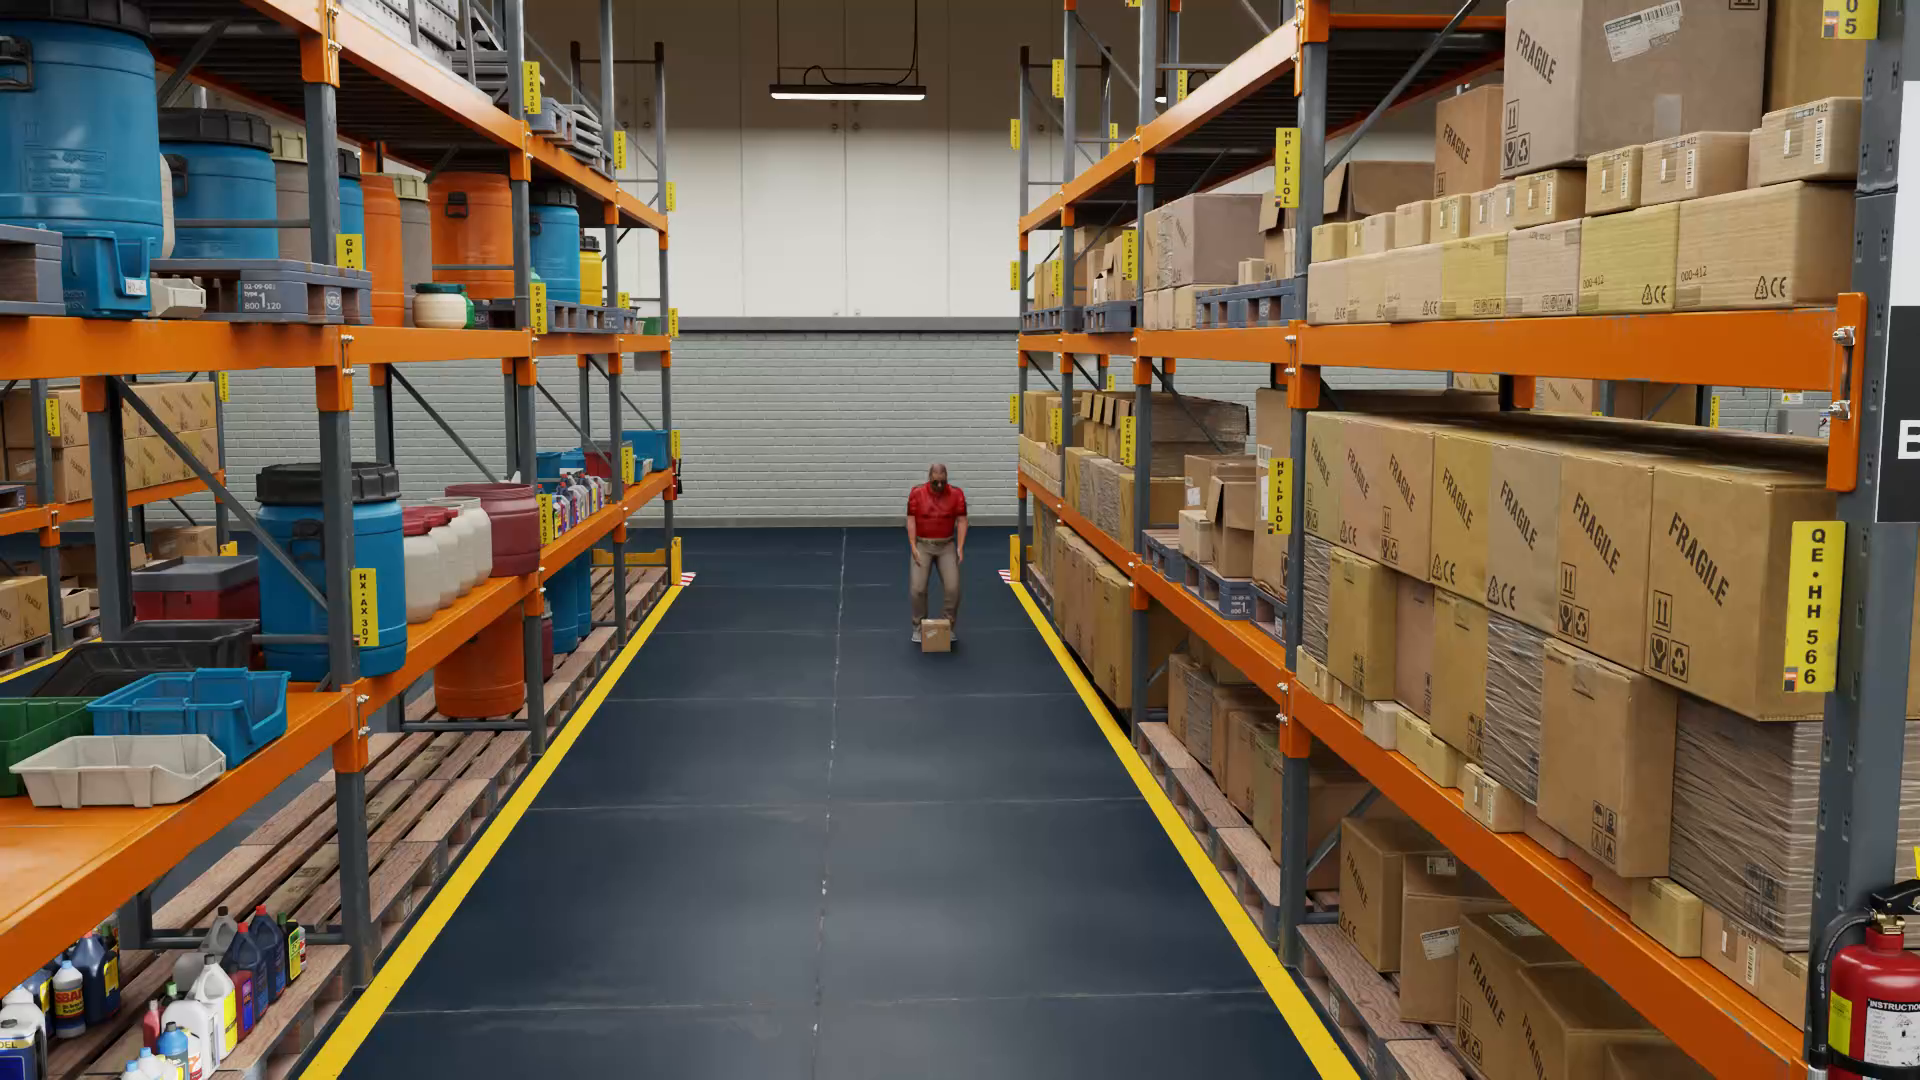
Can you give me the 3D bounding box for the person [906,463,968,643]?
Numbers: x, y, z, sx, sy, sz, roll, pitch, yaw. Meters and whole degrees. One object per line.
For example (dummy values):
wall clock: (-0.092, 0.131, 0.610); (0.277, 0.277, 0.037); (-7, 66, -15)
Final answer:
person: (-0.209, 0.109, 15.286); (0.564, 1.650, 0.458); (0, 7, -2)
